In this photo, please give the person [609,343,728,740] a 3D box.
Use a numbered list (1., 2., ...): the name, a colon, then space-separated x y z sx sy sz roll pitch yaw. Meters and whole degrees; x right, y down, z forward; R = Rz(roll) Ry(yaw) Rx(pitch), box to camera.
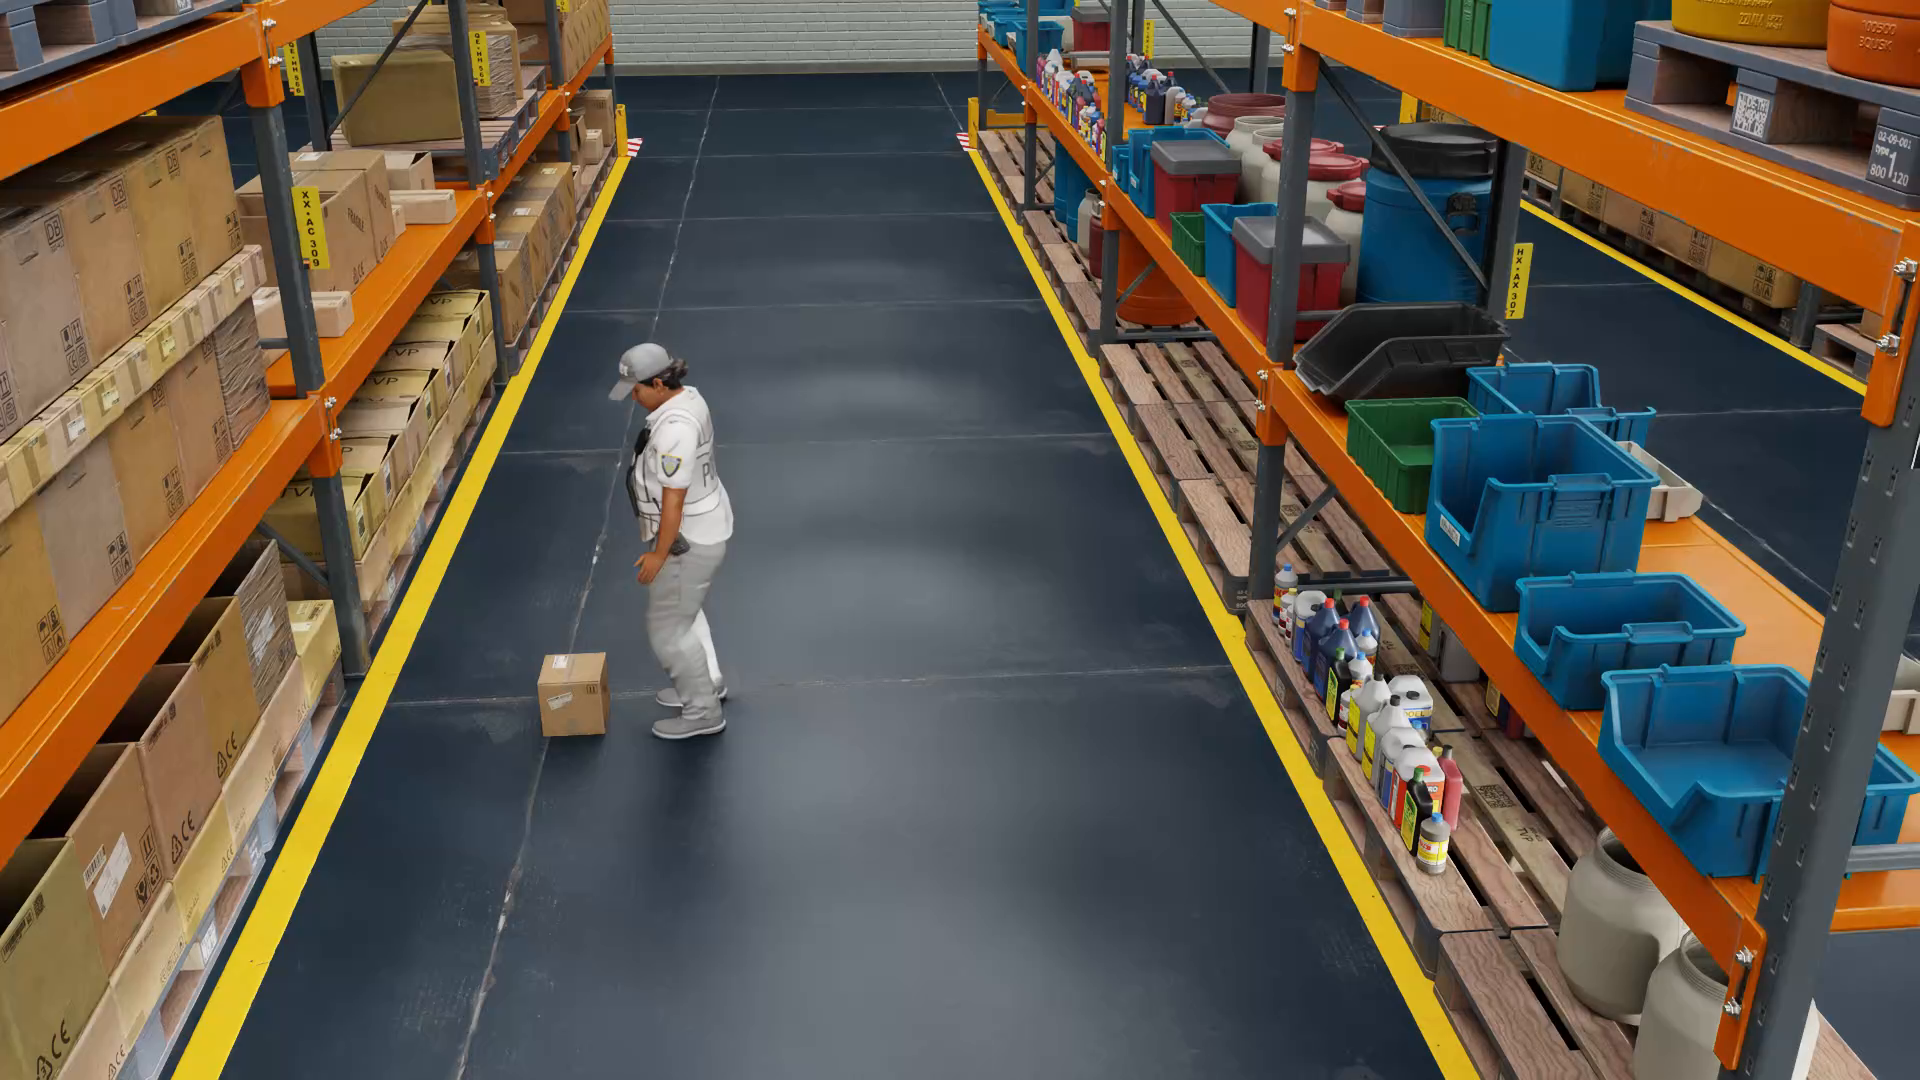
1. person: -1.144 0.007 6.632 0.400 1.640 0.484 -2 24 -4
